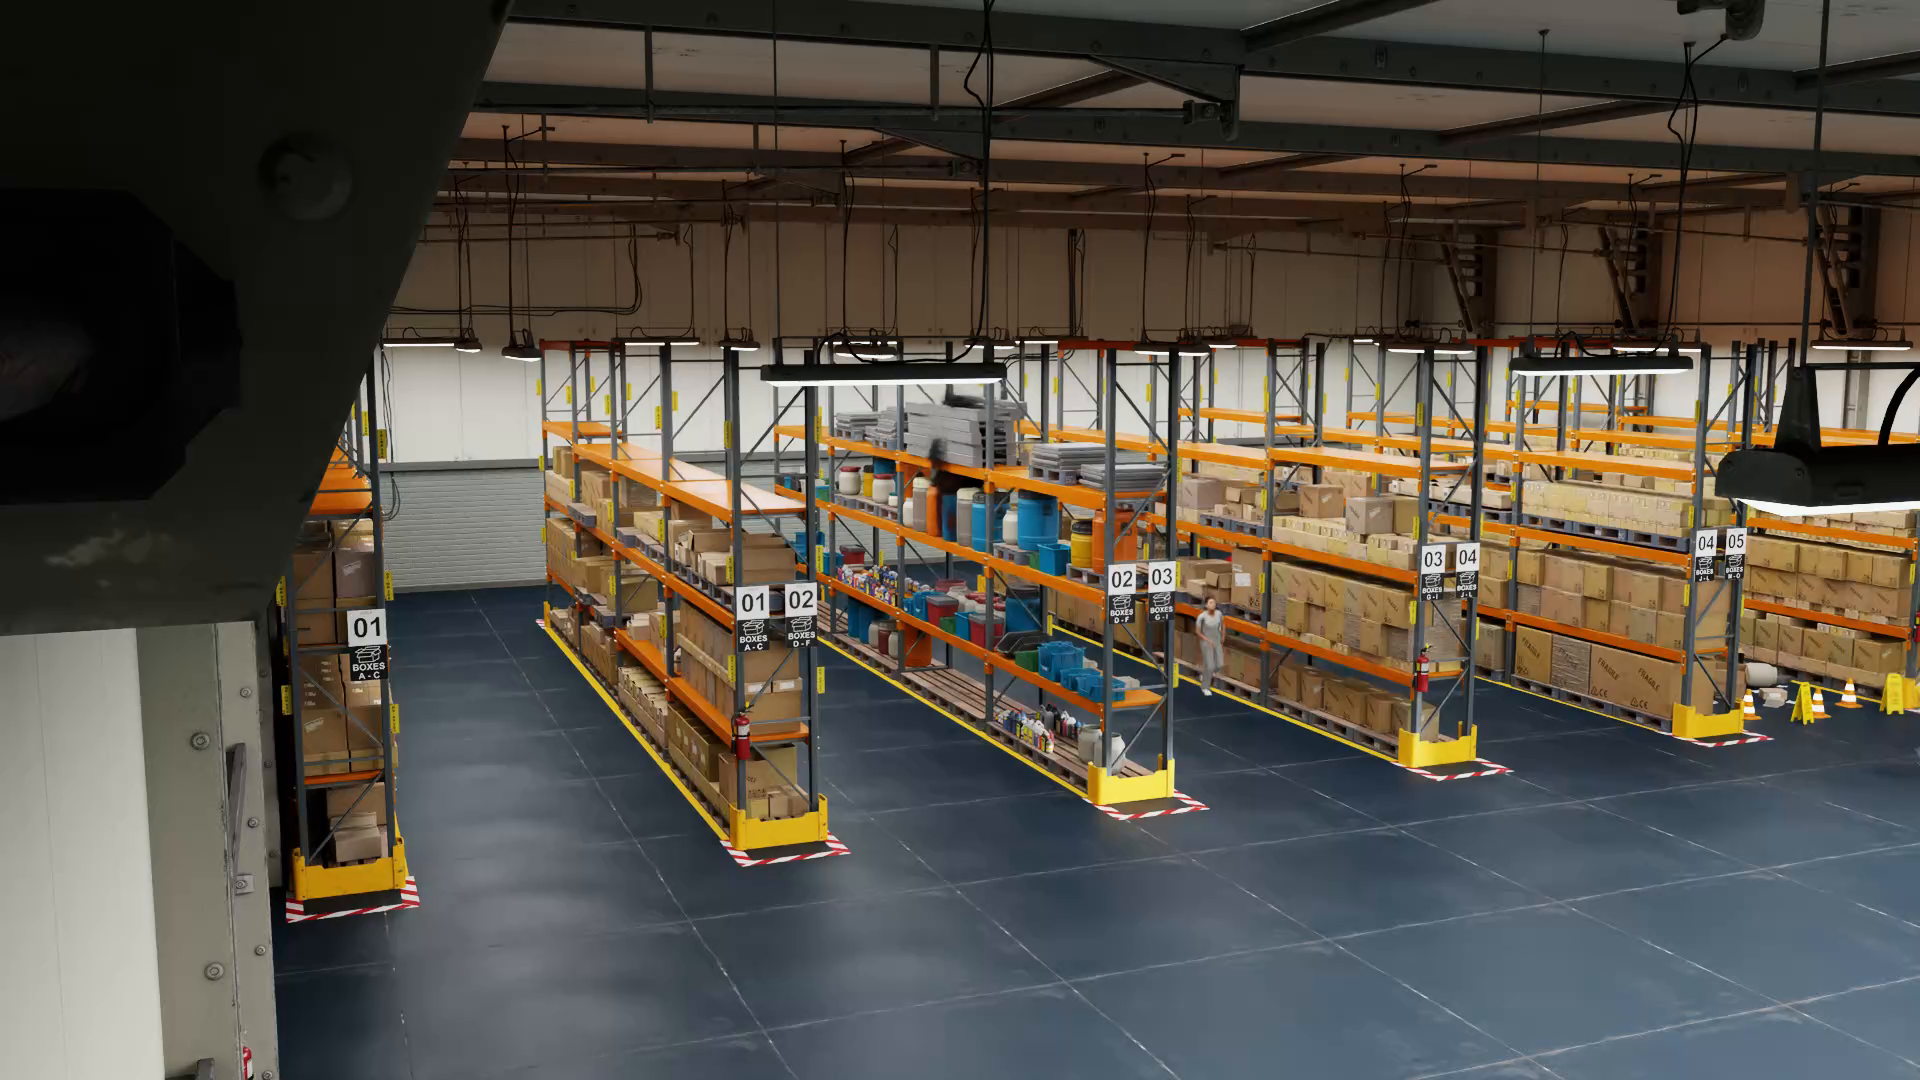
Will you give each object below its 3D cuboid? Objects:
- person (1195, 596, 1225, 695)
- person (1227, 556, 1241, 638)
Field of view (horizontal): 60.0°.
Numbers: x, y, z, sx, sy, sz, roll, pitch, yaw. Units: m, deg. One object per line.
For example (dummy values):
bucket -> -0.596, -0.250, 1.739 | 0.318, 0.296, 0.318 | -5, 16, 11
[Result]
person -> 4.089, 1.688, 27.128 | 0.584, 1.569, 0.632 | -3, 8, -19
person -> 5.322, 1.200, 32.681 | 0.674, 1.827, 0.923 | -2, 8, -17
